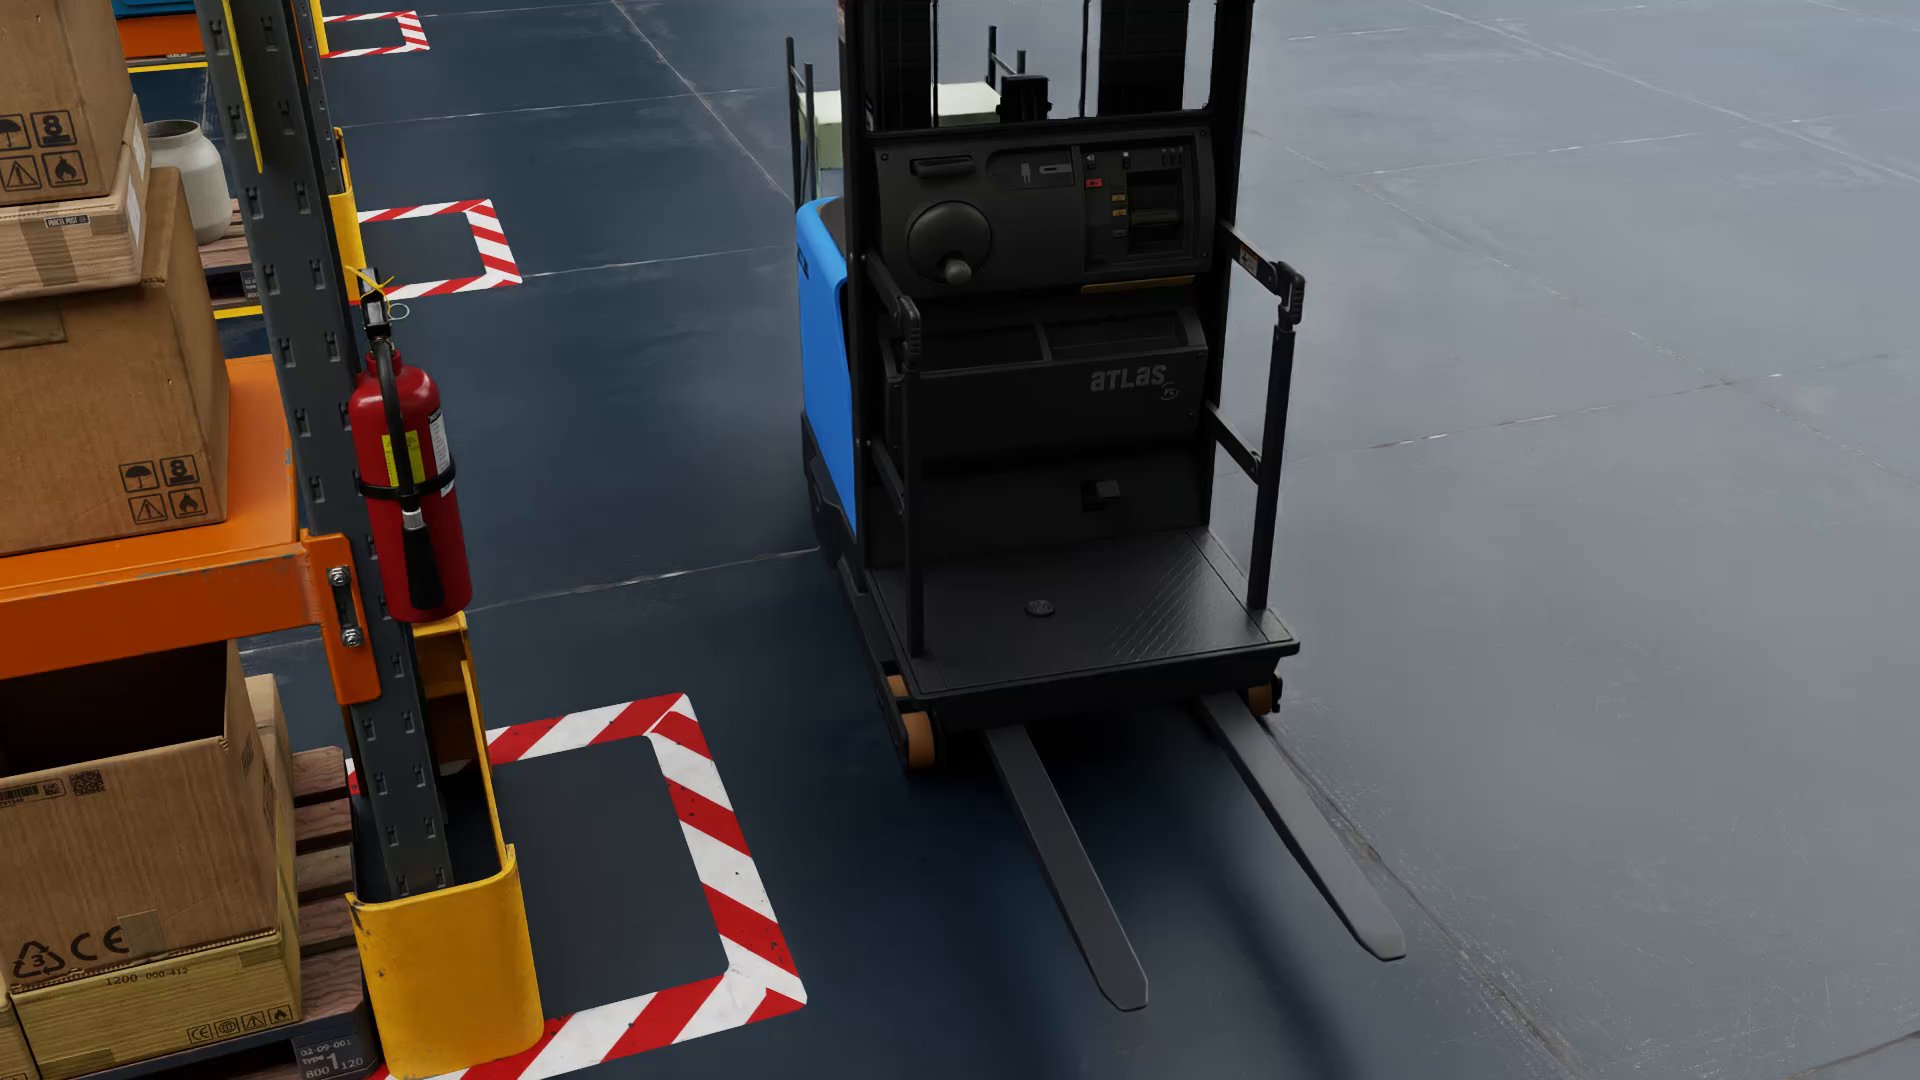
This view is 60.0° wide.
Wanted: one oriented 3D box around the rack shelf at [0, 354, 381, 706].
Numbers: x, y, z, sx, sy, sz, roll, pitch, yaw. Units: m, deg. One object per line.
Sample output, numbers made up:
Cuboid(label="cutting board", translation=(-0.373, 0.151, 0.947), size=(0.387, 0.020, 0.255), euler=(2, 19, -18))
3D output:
Cuboid(label="rack shelf", translation=(-3.190, 0.258, 2.993), size=(4.000, 0.370, 1.077), euler=(-10, 31, -18))

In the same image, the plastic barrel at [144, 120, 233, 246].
Cuboid(label="plastic barrel", translation=(-3.630, -1.651, 7.706), size=(0.421, 0.512, 0.421), euler=(0, 30, 0))

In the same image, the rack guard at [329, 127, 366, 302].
Cuboid(label="rack guard", translation=(-3.094, -1.577, 8.013), size=(0.348, 0.500, 1.175), euler=(-10, 31, -18))

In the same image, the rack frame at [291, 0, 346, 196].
Cuboid(label="rack frame", translation=(-3.040, -2.698, 7.456), size=(0.127, 3.000, 1.000), euler=(-10, 31, -18))

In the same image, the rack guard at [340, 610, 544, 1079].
Cuboid(label="rack guard", translation=(-1.293, 0.682, 4.047), size=(0.348, 0.500, 1.175), euler=(-10, 31, -18))

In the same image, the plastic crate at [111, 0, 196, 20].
Cuboid(label="plastic crate", translation=(-3.404, -2.408, 7.097), size=(0.616, 0.251, 0.499), euler=(-10, 31, -18))

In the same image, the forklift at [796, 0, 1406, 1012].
Cuboid(label="forklift", translation=(0.292, -0.844, 4.270), size=(1.130, 2.935, 3.031), euler=(-7, 30, -12))

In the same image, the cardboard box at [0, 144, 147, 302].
Cuboid(label="cardboard box", translation=(-1.607, -0.570, 2.965), size=(0.250, 0.149, 0.380), euler=(-11, 31, -18))

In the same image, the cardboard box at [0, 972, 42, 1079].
Cuboid(label="cardboard box", translation=(-2.180, 0.934, 3.433), size=(0.500, 0.250, 0.500), euler=(-10, 31, -18))

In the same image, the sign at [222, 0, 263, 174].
Cuboid(label="sign", translation=(-1.140, -0.751, 2.630), size=(0.005, 0.325, 0.100), euler=(-10, 31, -18))

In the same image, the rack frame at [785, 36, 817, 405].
Cuboid(label="rack frame", translation=(-0.548, -1.010, 6.008), size=(0.023, 1.500, 0.400), euler=(-7, 31, -13))

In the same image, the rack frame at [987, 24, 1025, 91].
Cuboid(label="rack frame", translation=(0.160, -1.104, 6.172), size=(0.023, 1.500, 0.400), euler=(-7, 31, -13))

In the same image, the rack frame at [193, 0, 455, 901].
Cuboid(label="rack frame", translation=(-1.316, -0.400, 3.421), size=(0.127, 3.000, 1.000), euler=(-10, 31, -18))

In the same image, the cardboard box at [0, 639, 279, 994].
Cuboid(label="cardboard box", translation=(-1.715, 0.518, 3.407), size=(0.500, 0.500, 0.500), euler=(-10, 31, -18))

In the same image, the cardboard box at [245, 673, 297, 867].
Cuboid(label="cardboard box", translation=(-1.896, 0.602, 4.016), size=(0.500, 0.250, 0.500), euler=(-10, 31, -18))

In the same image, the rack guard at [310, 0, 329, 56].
Cuboid(label="rack guard", translation=(-4.838, -3.897, 12.085), size=(0.348, 0.500, 1.175), euler=(-10, 31, -18))

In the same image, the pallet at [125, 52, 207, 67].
Cuboid(label="pallet", translation=(-5.612, -3.648, 11.939), size=(1.213, 0.211, 1.003), euler=(-10, 31, -18))

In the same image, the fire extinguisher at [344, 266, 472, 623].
Cuboid(label="fire extinguisher", translation=(-1.043, -0.171, 3.098), size=(0.183, 0.674, 0.296), euler=(-10, 31, -18))

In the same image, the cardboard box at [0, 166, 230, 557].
Cuboid(label="cardboard box", translation=(-1.758, -0.368, 3.265), size=(0.500, 0.500, 0.700), euler=(-10, 31, -18))

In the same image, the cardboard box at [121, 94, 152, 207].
Cuboid(label="cardboard box", translation=(-1.759, -0.757, 3.292), size=(0.250, 0.149, 0.380), euler=(-11, 31, -18))

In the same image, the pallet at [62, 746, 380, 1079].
Cuboid(label="pallet", translation=(-2.018, 0.963, 3.846), size=(1.213, 0.211, 1.003), euler=(-10, 31, -18))

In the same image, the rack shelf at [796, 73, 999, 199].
Cuboid(label="rack shelf", translation=(-0.194, -1.396, 5.897), size=(0.720, 0.370, 0.431), euler=(-7, 31, -13))

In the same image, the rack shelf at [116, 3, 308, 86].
Cuboid(label="rack shelf", translation=(-4.914, -2.040, 7.028), size=(4.000, 0.370, 1.077), euler=(-10, 31, -18))

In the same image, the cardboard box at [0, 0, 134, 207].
Cuboid(label="cardboard box", translation=(-1.807, -0.923, 2.928), size=(0.500, 0.500, 0.700), euler=(-10, 31, -17))

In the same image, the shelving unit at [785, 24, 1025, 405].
Cuboid(label="shelving unit", translation=(-0.194, -1.057, 6.090), size=(0.755, 1.500, 0.431), euler=(-7, 31, -13))

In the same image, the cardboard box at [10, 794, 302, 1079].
Cuboid(label="cardboard box", translation=(-1.715, 0.842, 3.595), size=(0.500, 0.250, 0.500), euler=(-10, 31, -18))

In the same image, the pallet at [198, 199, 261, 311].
Cuboid(label="pallet", translation=(-3.858, -1.314, 7.843), size=(1.213, 0.211, 1.003), euler=(-10, 31, -18))
